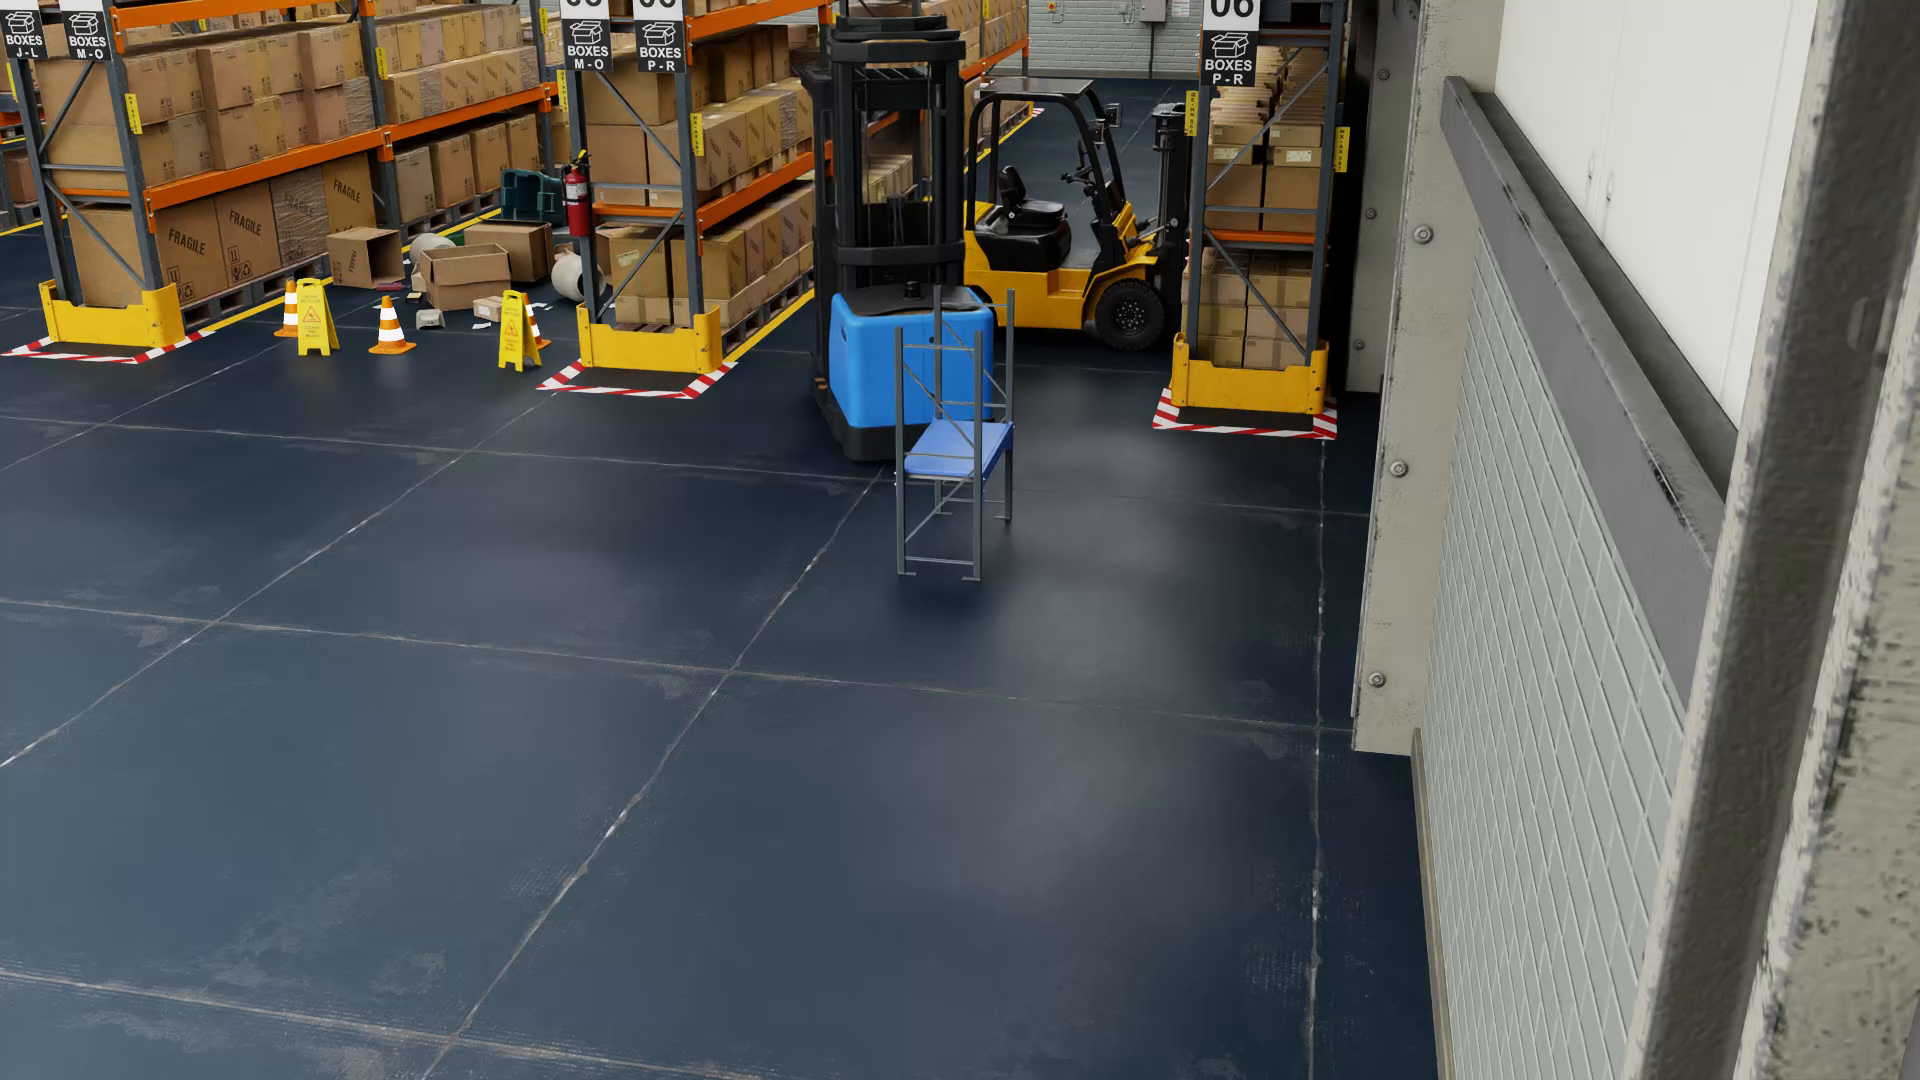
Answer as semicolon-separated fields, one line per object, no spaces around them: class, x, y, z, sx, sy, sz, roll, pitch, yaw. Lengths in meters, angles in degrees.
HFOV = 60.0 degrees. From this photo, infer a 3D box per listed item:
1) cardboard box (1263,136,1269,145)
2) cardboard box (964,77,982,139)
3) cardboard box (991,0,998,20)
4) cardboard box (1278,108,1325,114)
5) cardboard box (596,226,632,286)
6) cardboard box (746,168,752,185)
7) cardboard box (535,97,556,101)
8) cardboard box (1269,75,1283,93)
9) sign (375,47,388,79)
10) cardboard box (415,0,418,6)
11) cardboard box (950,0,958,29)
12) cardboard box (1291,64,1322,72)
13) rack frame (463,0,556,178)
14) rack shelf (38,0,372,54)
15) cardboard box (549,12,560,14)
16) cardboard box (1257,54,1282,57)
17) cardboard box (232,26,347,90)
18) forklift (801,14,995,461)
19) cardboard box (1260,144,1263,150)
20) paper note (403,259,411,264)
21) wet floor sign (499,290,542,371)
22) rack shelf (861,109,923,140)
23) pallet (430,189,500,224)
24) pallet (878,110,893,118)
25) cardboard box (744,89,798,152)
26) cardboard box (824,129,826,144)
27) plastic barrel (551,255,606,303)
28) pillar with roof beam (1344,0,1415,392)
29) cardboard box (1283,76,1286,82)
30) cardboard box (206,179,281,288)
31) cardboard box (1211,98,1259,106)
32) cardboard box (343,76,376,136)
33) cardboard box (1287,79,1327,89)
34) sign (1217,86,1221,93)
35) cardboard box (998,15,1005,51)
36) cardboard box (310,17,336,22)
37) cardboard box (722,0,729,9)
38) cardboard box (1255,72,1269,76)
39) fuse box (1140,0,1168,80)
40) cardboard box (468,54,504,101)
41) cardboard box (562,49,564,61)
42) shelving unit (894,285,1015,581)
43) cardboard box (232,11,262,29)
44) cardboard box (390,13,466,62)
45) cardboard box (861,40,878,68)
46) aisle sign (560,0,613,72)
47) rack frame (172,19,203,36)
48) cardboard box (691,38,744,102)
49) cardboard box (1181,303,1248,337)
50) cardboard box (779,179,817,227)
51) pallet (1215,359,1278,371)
cardboard box;2.311;-3.088;13.872;0.500;0.500;0.500;4;22;10
cardboard box;-0.211;-6.207;24.033;0.875;0.875;0.875;5;23;13
cardboard box;0.280;-8.081;24.931;0.500;0.500;0.500;4;22;10
cardboard box;2.718;-3.337;13.224;0.380;0.149;0.250;5;22;11
cardboard box;-3.346;-2.859;16.779;0.500;0.500;0.500;-16;27;-35
cardboard box;-2.052;-3.205;14.632;0.380;0.149;0.250;5;22;12
cardboard box;-5.870;-5.947;22.885;0.500;0.250;0.500;5;22;12
cardboard box;3.053;-4.598;16.754;0.380;0.149;0.250;4;22;11
sign;-6.118;-5.042;17.593;0.100;0.325;0.005;4;22;11
cardboard box;-9.612;-9.338;28.322;0.500;0.500;0.500;4;22;9
cardboard box;-0.320;-6.994;22.233;0.500;0.500;0.500;5;22;12
cardboard box;3.703;-4.942;17.606;0.380;0.149;0.250;5;22;11
rack frame;-5.846;-6.108;21.505;1.000;3.000;0.127;4;22;11
rack shelf;-7.070;-4.972;15.631;1.077;0.370;4.000;4;22;11
cardboard box;-5.719;-7.529;24.011;0.380;0.149;0.250;4;22;10
cardboard box;3.406;-5.354;18.630;0.380;0.149;0.250;5;22;12
cardboard box;-6.769;-4.874;16.793;0.875;0.550;0.550;4;22;11
forklift;-0.563;-2.424;12.450;1.130;2.935;3.031;-5;22;-11
cardboard box;2.242;-3.236;13.372;0.380;0.149;0.250;4;22;11
paper note;-5.913;-2.954;17.645;0.147;0.020;0.142;-11;25;-26
wet floor sign;-3.698;-1.762;13.865;0.267;0.644;0.232;13;25;29
rack shelf;-1.387;-4.703;18.978;1.077;0.370;4.000;4;22;11
pallet;-6.331;-4.087;20.220;1.003;0.211;1.213;4;22;11
pallet;-1.343;-4.952;18.891;1.003;0.211;1.213;4;22;11
cardboard box;-1.842;-3.929;15.562;0.500;0.500;0.500;5;22;12
cardboard box;-1.563;-4.048;16.725;0.380;0.149;0.250;4;22;10
plastic barrel;-3.672;-2.518;16.039;0.421;0.421;0.512;-16;27;-35
pillar with roof beam;-0.942;-5.762;12.615;9.100;9.000;0.400;4;22;11
cardboard box;3.244;-4.848;17.907;0.500;0.250;0.500;5;22;12
cardboard box;-7.227;-2.967;15.987;0.875;0.875;0.875;4;22;10
cardboard box;2.278;-3.572;13.807;0.380;0.149;0.250;5;22;12
cardboard box;-6.725;-4.579;17.508;0.875;0.550;0.550;4;22;11
cardboard box;3.163;-4.087;15.086;0.380;0.149;0.250;4;22;10
sign;2.531;-4.466;15.984;0.100;0.325;0.005;4;22;11
cardboard box;0.404;-7.794;25.557;0.500;0.500;0.500;5;22;11
cardboard box;-9.800;-7.660;25.225;0.500;0.500;0.500;5;23;13
cardboard box;-2.146;-4.503;13.841;0.380;0.149;0.250;4;22;11
cardboard box;2.709;-4.319;15.663;0.380;0.149;0.250;5;22;12
fuse box;3.808;-9.947;32.760;0.539;1.711;0.414;4;22;11
cardboard box;-5.880;-5.604;20.120;0.500;0.500;0.500;4;22;10
cardboard box;-5.447;-6.532;22.330;0.380;0.149;0.250;6;23;14
shelving unit;-0.017;-0.665;9.996;0.538;1.500;1.048;4;22;11
cardboard box;-10.380;-7.539;23.582;0.797;0.503;0.637;5;22;12
cardboard box;-6.255;-5.895;19.504;0.700;0.500;0.500;4;22;10
cardboard box;-1.203;-5.197;18.148;0.500;0.500;0.500;4;22;11
aisle sign;-2.908;-4.047;12.908;0.394;0.787;0.004;4;22;11
rack frame;-10.681;-6.523;22.536;1.000;3.000;0.127;4;22;11
cardboard box;-2.369;-4.245;15.007;0.700;0.500;0.500;4;22;11
cardboard box;2.042;-1.818;13.302;0.500;0.250;0.500;4;22;10
cardboard box;-1.653;-3.335;16.735;0.500;0.500;0.500;4;22;10
pallet;2.363;-1.455;13.683;1.003;0.211;1.213;4;22;11
